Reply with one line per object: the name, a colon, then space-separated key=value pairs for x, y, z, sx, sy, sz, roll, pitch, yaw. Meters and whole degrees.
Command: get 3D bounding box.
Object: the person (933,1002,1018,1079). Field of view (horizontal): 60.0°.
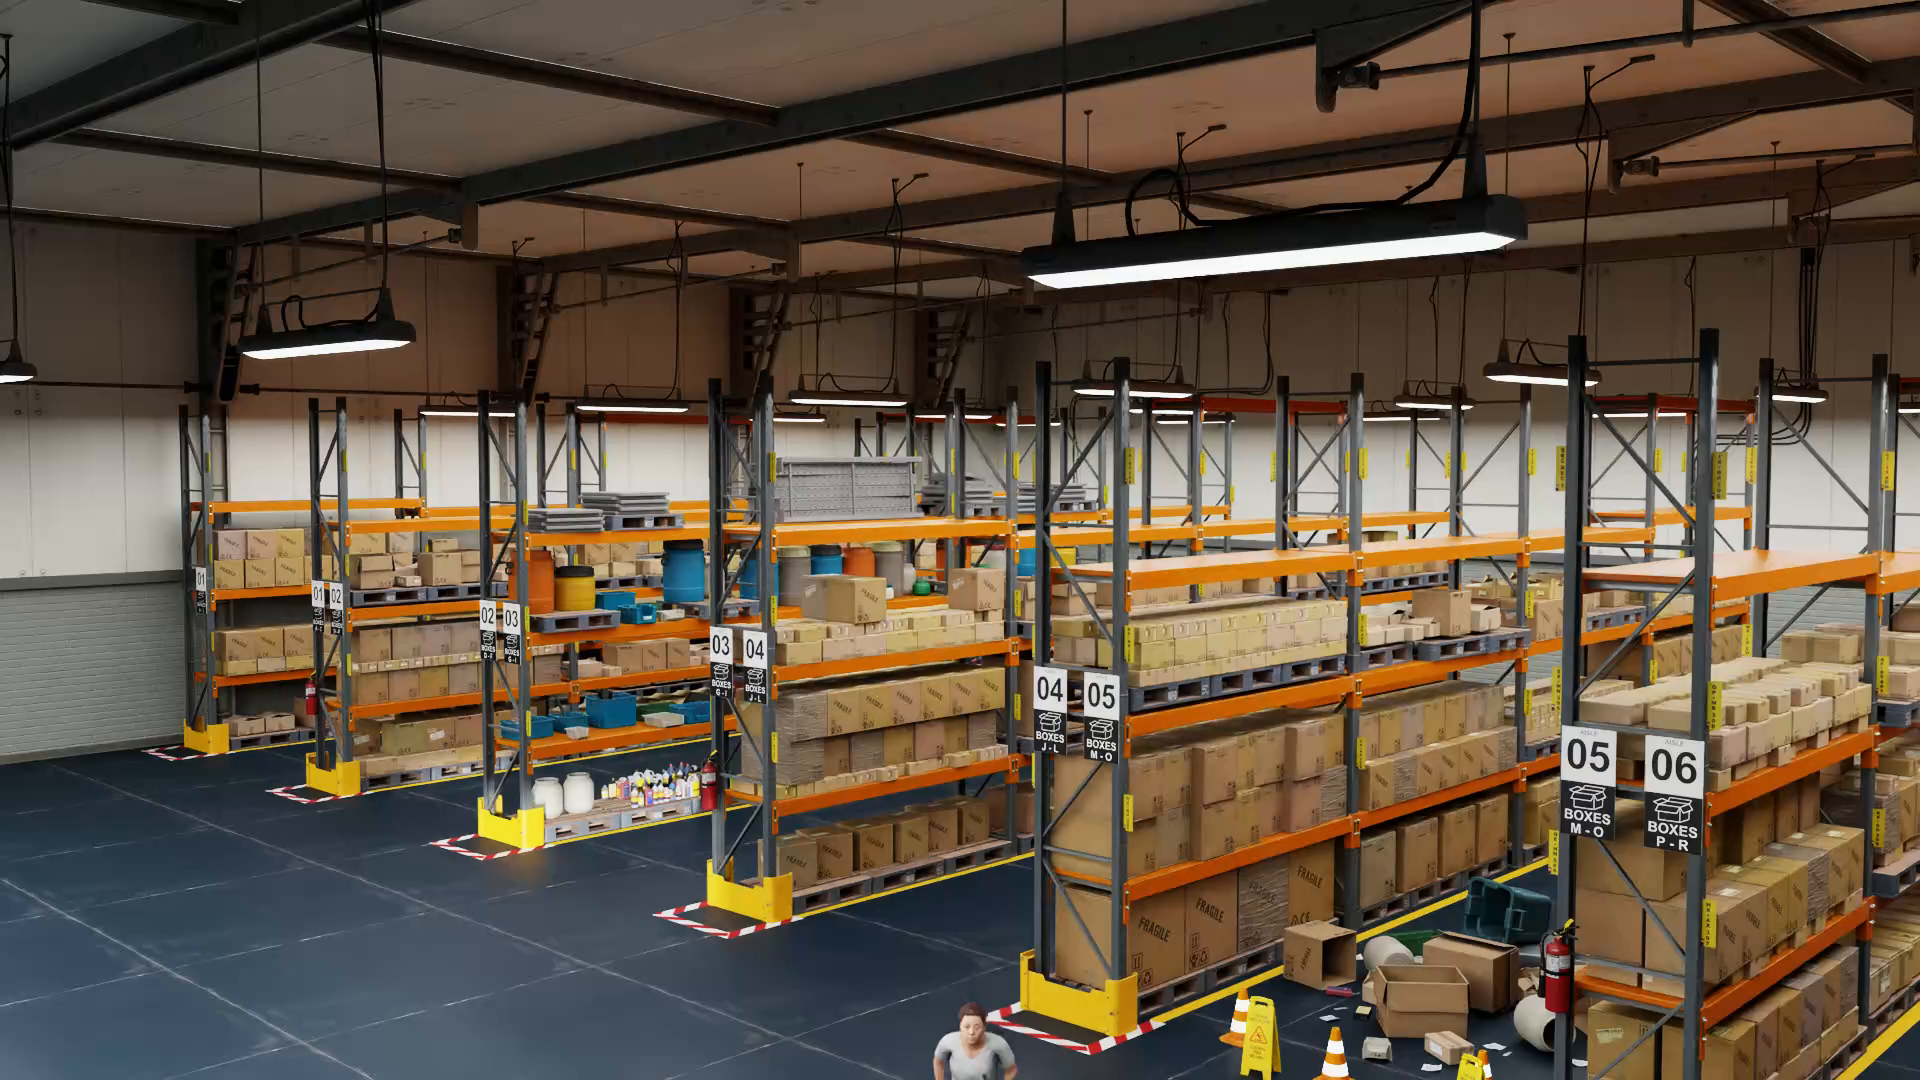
person: x=0.102 y=3.801 z=11.101 sx=0.559 sy=1.612 sz=0.777 roll=0 pitch=3 yaw=1
